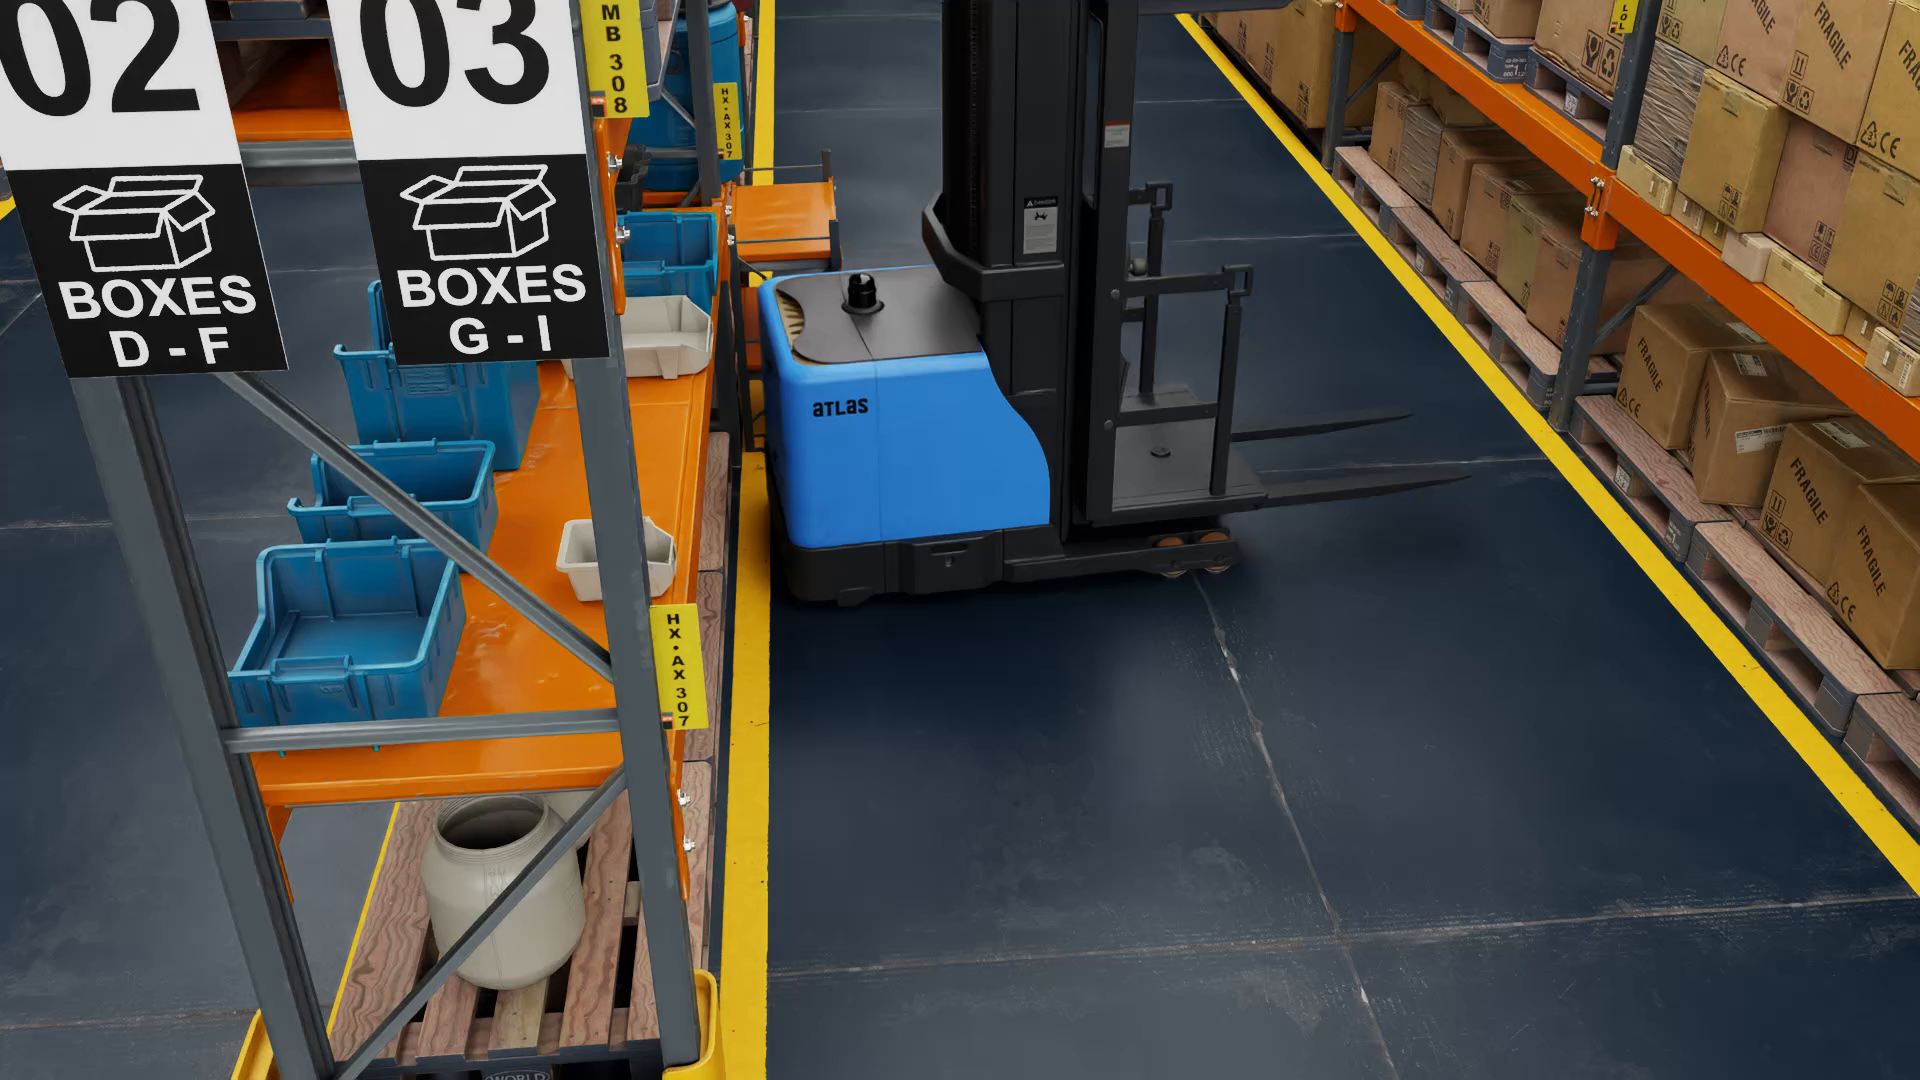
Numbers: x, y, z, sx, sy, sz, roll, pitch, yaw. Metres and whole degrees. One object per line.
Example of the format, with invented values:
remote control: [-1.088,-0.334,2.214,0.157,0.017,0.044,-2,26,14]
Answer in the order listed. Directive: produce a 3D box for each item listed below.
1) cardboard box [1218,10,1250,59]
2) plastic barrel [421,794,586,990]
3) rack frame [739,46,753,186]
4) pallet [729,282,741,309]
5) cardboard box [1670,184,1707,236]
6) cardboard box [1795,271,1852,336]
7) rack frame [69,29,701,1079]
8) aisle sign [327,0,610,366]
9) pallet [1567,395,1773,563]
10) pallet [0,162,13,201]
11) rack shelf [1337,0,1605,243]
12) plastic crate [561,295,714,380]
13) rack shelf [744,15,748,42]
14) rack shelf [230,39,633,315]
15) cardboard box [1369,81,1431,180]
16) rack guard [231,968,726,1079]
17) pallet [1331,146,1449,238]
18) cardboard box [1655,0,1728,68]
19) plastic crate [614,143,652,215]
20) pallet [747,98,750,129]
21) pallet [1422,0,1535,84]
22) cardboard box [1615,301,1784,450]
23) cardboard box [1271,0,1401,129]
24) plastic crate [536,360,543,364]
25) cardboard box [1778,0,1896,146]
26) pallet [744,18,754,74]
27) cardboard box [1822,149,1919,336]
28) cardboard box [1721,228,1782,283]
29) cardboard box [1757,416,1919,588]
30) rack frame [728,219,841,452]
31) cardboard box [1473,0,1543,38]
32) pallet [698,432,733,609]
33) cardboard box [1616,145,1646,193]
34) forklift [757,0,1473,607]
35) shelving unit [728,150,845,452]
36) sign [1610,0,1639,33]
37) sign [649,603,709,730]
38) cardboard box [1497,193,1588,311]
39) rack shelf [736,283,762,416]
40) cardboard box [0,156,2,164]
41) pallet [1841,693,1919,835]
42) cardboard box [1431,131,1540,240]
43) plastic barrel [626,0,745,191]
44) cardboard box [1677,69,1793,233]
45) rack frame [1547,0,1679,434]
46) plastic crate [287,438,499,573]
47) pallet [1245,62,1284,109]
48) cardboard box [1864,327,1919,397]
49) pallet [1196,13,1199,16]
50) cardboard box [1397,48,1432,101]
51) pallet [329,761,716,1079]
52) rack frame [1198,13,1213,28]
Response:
cardboard box: [2.821,-4.430,13.404,1.225,0.875,0.875,-4,31,-6]
plastic barrel: [-1.291,0.975,4.708,0.421,0.512,0.421,0,31,0]
rack frame: [-1.901,-3.664,10.460,1.000,3.000,0.127,-3,31,-5]
pallet: [-1.757,-1.448,9.469,1.003,0.211,1.213,-3,31,-5]
cardboard box: [3.186,-1.373,6.868,0.380,0.149,0.250,-3,31,-5]
cardboard box: [3.278,-0.862,6.013,0.380,0.149,0.250,-3,31,-5]
rack frame: [-1.154,0.420,3.622,1.000,3.000,0.127,-3,31,-5]
aisle sign: [-0.855,-0.673,2.917,0.394,0.787,0.004,-3,31,-5]
pallet: [3.502,-0.321,7.582,1.003,0.211,1.213,-3,31,-5]
pallet: [-6.865,-2.615,11.422,1.003,0.211,1.213,-3,31,-5]
rack shelf: [3.217,-2.572,9.332,1.077,0.370,4.000,-3,31,-5]
plastic crate: [-1.123,-0.692,5.741,0.530,0.136,0.437,-3,31,-5]
rack shelf: [-2.088,-4.377,12.354,1.077,0.370,4.000,-3,31,-5]
rack shelf: [-1.341,-1.580,4.746,1.077,0.370,4.000,-3,31,-5]
cardboard box: [3.113,-2.676,10.814,0.700,0.500,0.500,-4,31,-7]
rack guard: [-1.208,1.457,4.324,1.175,0.500,0.348,-3,31,-5]
pallet: [3.102,-2.305,10.904,1.003,0.211,1.213,-3,31,-5]
cardboard box: [3.193,-2.217,6.675,0.500,0.500,0.500,-3,31,-5]
plastic crate: [-1.605,-1.322,6.599,0.767,0.338,0.504,-3,31,-5]
pallet: [-2.016,-2.868,11.845,1.003,0.211,1.213,-3,31,-5]
pallet: [3.256,-2.811,9.217,1.003,0.211,1.213,-3,31,-5]
cardboard box: [3.401,-0.760,7.626,0.500,0.500,0.500,-4,31,-6]
cardboard box: [2.986,-3.523,11.886,1.225,0.875,0.875,-4,31,-7]
plastic crate: [-1.682,-0.825,5.912,0.450,0.188,0.662,-3,31,-5]
cardboard box: [3.287,-1.707,5.820,0.500,0.500,0.500,-3,31,-5]
pallet: [-2.244,-4.113,13.931,1.003,0.211,1.213,-3,31,-5]
cardboard box: [3.549,-1.033,5.666,0.875,0.500,0.500,-3,31,-5]
cardboard box: [3.201,-1.116,6.438,0.380,0.149,0.250,-3,31,-5]
cardboard box: [3.599,-0.155,6.613,0.500,0.500,0.500,-5,31,-9]
rack frame: [-0.784,-0.927,7.688,0.500,1.125,0.032,-4,31,-5]
cardboard box: [3.150,-2.965,8.778,0.797,0.503,0.637,0,31,0]
pallet: [-1.506,-0.080,7.178,1.003,0.211,1.213,-3,31,-5]
cardboard box: [3.125,-1.627,7.294,0.380,0.149,0.250,-3,31,-5]
forklift: [0.702,-1.361,6.671,3.031,2.935,1.130,-6,31,-10]
shelving unit: [-0.835,-1.184,8.124,0.538,1.125,1.048,-4,31,-5]
sign: [2.852,-2.328,7.093,0.100,0.325,0.005,-3,31,-5]
sign: [-0.606,0.277,3.591,0.100,0.325,0.005,-3,31,-5]
cardboard box: [3.342,-1.534,8.902,0.700,0.500,0.500,-3,31,-5]
rack shelf: [-0.831,-0.974,8.249,0.538,0.278,1.000,-4,31,-5]
cardboard box: [-6.591,-2.791,11.006,0.500,0.500,0.500,-1,31,-2]
pallet: [3.730,0.925,5.496,1.003,0.211,1.213,-3,31,-5]
cardboard box: [3.237,-2.105,9.857,0.700,0.500,0.500,0,31,0]
plastic barrel: [-1.262,-2.049,7.267,0.600,0.901,0.708,-3,31,-5]
cardboard box: [3.396,-1.540,6.516,0.875,0.500,0.500,-3,31,-5]
rack frame: [3.404,-1.859,7.438,1.000,3.000,0.127,-3,31,-5]
plastic crate: [-1.553,-0.089,4.619,0.499,0.251,0.408,-3,31,-5]
pallet: [2.921,-3.732,13.292,1.003,0.211,1.213,-3,31,-5]
cardboard box: [3.301,-0.606,5.584,0.380,0.149,0.250,-3,31,-5]
pallet: [2.663,-5.139,15.647,1.003,0.211,1.213,-3,31,-5]
cardboard box: [3.123,-2.999,10.623,0.500,0.250,0.500,-2,31,-3]
pallet: [-1.278,1.166,5.093,1.003,0.211,1.213,-3,31,-5]
rack frame: [2.656,-5.944,14.276,1.000,3.000,0.127,-3,31,-5]
